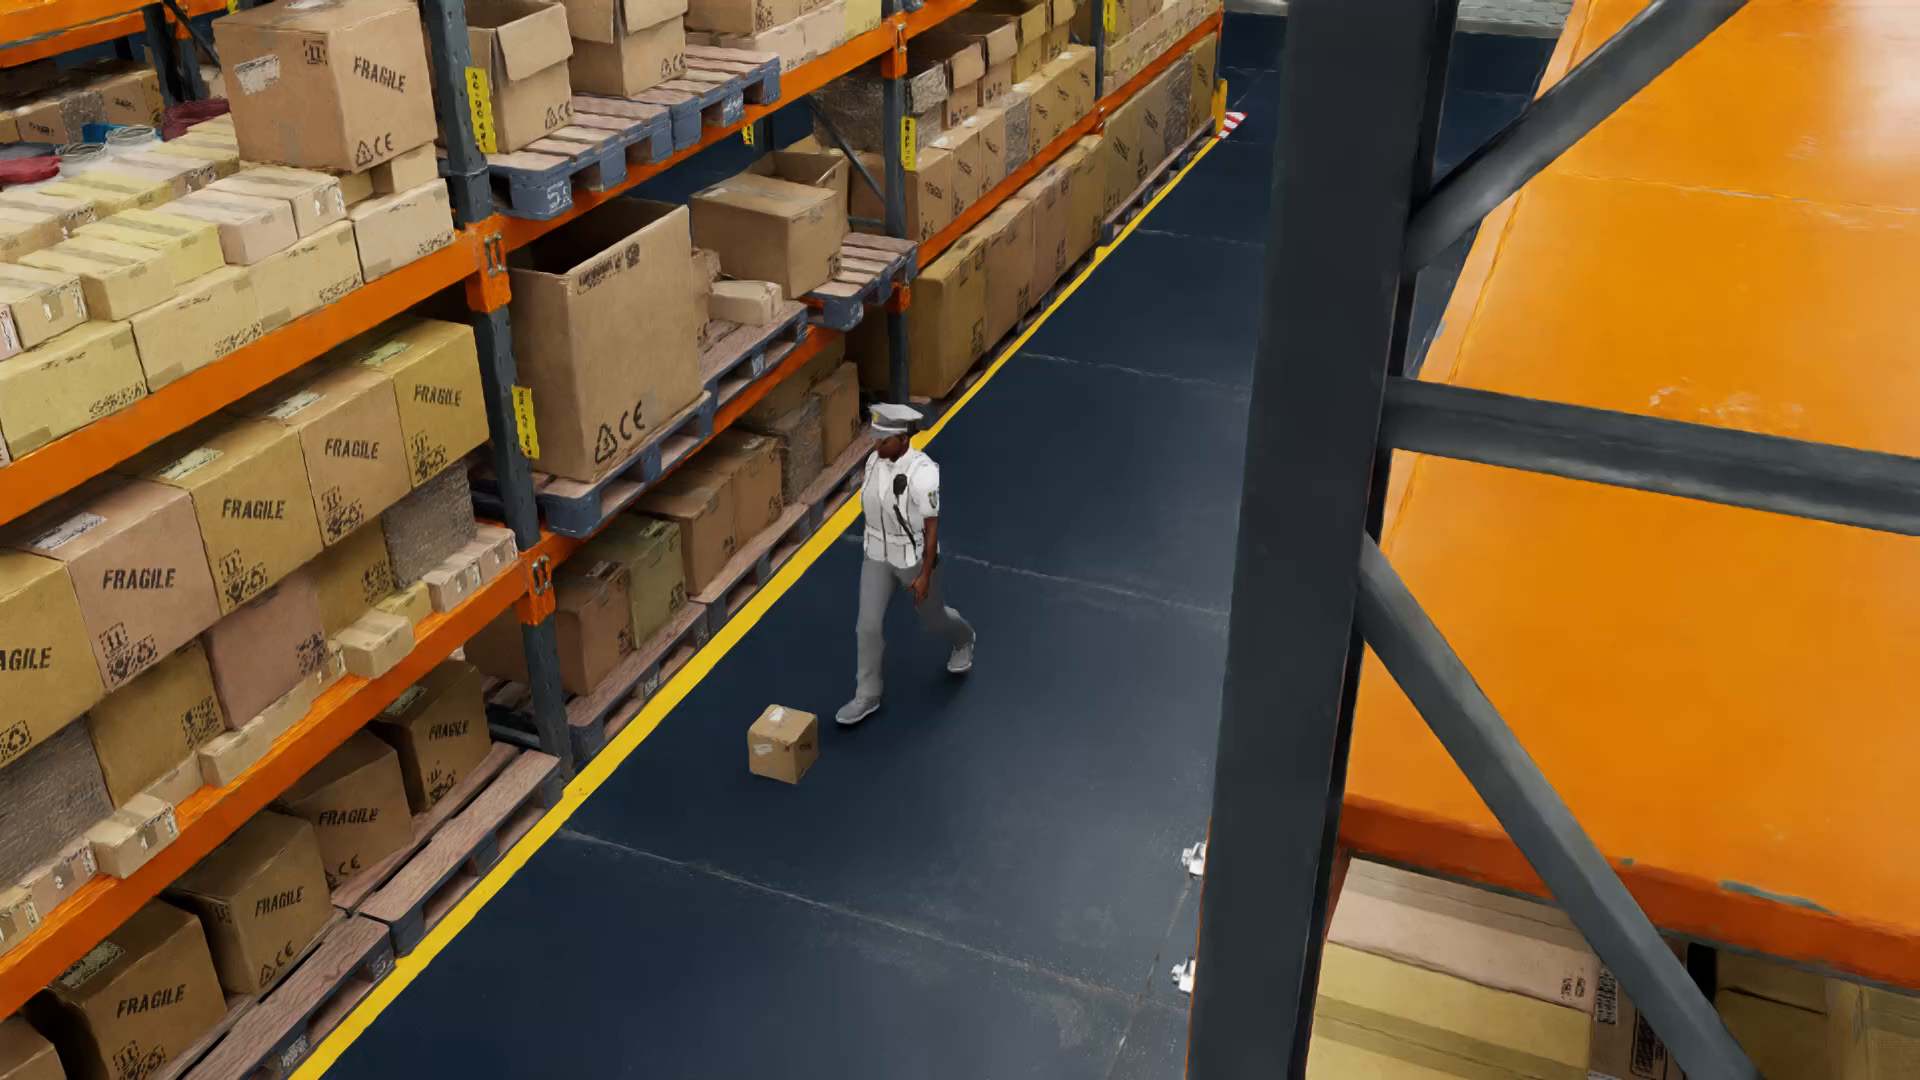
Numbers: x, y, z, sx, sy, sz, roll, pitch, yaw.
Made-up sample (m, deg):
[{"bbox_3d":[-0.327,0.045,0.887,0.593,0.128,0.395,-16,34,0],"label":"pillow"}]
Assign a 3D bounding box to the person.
[{"bbox_3d":[-0.280,0.074,8.248,0.441,1.648,0.917,17,34,27],"label":"person"}]
